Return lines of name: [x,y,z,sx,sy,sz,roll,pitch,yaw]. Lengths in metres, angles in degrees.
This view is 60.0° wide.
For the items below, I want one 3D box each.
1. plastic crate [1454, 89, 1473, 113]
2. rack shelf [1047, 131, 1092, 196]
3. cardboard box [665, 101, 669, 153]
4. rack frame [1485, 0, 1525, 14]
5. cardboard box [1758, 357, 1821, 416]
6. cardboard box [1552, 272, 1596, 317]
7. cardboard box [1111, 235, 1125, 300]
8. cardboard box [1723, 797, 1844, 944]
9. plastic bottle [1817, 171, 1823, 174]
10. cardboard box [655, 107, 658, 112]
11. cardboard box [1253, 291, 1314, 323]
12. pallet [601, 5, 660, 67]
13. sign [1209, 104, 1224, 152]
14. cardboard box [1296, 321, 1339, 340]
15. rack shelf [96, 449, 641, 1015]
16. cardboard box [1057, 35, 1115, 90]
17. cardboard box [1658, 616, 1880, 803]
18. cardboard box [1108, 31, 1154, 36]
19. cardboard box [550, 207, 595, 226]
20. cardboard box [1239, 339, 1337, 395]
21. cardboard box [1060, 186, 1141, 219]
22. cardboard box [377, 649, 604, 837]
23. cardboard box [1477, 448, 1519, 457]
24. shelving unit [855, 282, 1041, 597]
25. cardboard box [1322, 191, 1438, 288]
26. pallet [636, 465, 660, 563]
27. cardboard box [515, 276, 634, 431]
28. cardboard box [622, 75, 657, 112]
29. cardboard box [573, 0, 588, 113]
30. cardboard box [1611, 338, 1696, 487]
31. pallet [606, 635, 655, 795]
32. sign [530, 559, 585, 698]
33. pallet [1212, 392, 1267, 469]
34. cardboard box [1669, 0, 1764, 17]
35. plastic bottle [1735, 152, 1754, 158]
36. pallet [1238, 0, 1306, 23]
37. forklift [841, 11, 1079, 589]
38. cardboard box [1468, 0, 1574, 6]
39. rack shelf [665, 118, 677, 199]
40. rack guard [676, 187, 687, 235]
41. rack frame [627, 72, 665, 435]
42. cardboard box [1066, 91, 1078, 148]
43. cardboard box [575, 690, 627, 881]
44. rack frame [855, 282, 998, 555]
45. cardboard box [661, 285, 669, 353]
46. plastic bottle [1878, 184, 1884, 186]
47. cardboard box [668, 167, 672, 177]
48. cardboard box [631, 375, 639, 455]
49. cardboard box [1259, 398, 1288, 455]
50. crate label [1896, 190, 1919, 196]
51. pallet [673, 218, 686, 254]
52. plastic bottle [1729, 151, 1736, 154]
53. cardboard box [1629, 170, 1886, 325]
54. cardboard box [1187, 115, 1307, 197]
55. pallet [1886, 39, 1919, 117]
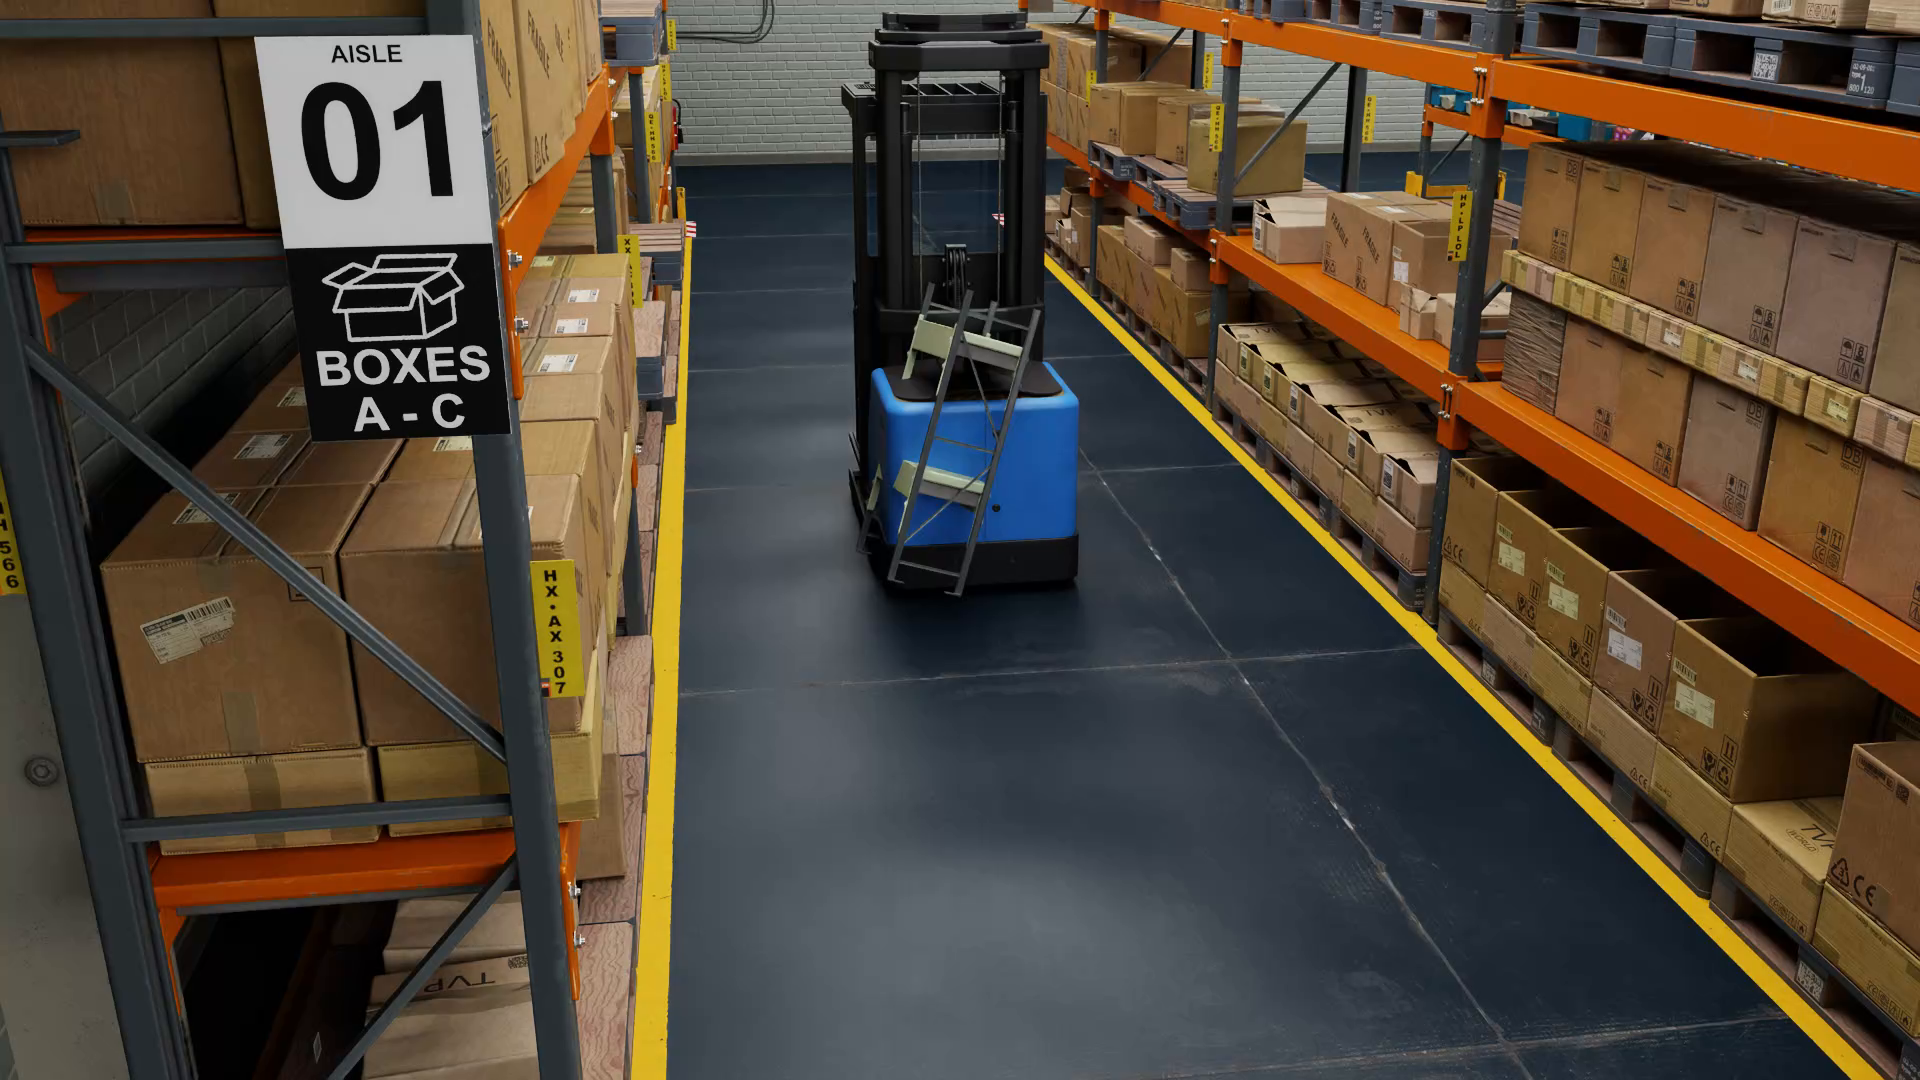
plastic crate: [5.876,-5.028,19.046,0.416,0.233,0.300,-3,21,-8]
rack shelf: [1.458,-4.131,17.517,1.077,0.370,4.000,-3,21,-8]
cardboard box: [-3.317,-4.106,15.994,0.980,0.700,0.700,-3,21,-9]
rack frame: [2.899,-3.816,7.071,1.000,3.000,0.127,-3,21,-8]
cardboard box: [3.044,-0.542,5.810,0.380,0.149,0.250,-2,21,-6]
cardboard box: [2.821,-1.077,7.243,0.380,0.149,0.250,-3,21,-9]
cardboard box: [1.662,-2.446,14.923,0.500,0.500,0.500,-3,21,-7]
cardboard box: [3.022,1.128,5.740,0.500,0.250,0.500,-3,21,-8]
plastic bottle: [7.326,-3.186,14.143,0.097,0.271,0.097,0,20,0]
cardboard box: [-2.692,-3.222,13.459,0.500,0.500,0.500,-3,21,-8]
cardboard box: [2.540,-1.597,12.650,0.500,0.500,0.500,-2,21,-5]
pallet: [-1.986,-2.291,7.543,1.213,0.211,1.003,-3,21,-8]
sign: [1.787,-2.865,11.558,0.100,0.325,0.005,-3,21,-8]
cardboard box: [2.642,-1.393,11.686,0.500,0.311,0.500,-2,21,-6]
rack shelf: [-1.714,0.275,5.720,1.077,0.370,4.000,-3,21,-8]
cardboard box: [1.268,-4.804,16.720,0.500,0.500,0.500,-3,21,-7]
cardboard box: [2.945,0.603,6.071,0.500,0.500,0.500,-3,21,-8]
cardboard box: [1.733,-5.003,17.253,0.500,0.500,0.500,-2,21,-6]
cardboard box: [-2.115,-1.379,8.349,0.700,0.500,0.500,-1,20,-2]
cardboard box: [2.191,-1.184,11.127,0.500,0.311,0.500,-3,21,-9]
cardboard box: [1.470,-3.462,17.638,0.797,0.503,0.637,-3,21,-8]
cardboard box: [-1.182,0.507,4.258,0.500,0.250,0.500,-4,21,-9]
cardboard box: [3.086,-0.332,8.847,0.500,0.311,0.500,-3,21,-8]
shelving unit: [-0.082,-0.544,8.683,0.431,1.500,0.755,13,7,-18]
cardboard box: [2.580,-1.857,10.258,0.500,0.500,0.500,-4,21,-11]
pallet: [-2.295,-0.141,9.791,1.003,0.211,1.213,-3,21,-8]
cardboard box: [-1.551,-0.724,6.482,0.500,0.500,0.500,-3,21,-8]
cardboard box: [-2.697,-3.568,13.314,0.500,0.250,0.500,-3,21,-7]
cardboard box: [-1.507,-1.688,5.489,0.500,0.500,0.500,-4,21,-10]
cardboard box: [3.120,-0.543,6.739,0.700,0.500,0.500,-3,21,-7]
pallet: [-1.871,0.783,7.319,1.003,0.211,1.213,-3,21,-8]
sign: [-0.889,0.198,3.662,0.100,0.325,0.005,-3,21,-8]
pallet: [2.403,-0.797,11.548,1.003,0.211,1.213,-3,21,-8]
cardboard box: [3.012,-2.145,5.936,0.797,0.503,0.637,-1,20,-2]
plastic bottle: [6.598,-3.187,14.033,0.144,0.351,0.185,-3,21,-8]
pallet: [2.509,-3.477,10.720,1.213,0.211,1.003,-2,21,-5]
forklift: [-0.096,-1.591,9.787,1.130,2.935,3.031,-3,21,-8]
cardboard box: [2.820,-2.751,8.121,0.500,0.250,0.500,-1,20,-2]
rack shelf: [-3.444,-3.880,16.844,1.077,0.370,4.000,-3,21,-8]
rack guard: [-3.736,-3.746,19.032,1.175,0.500,0.348,-3,21,-8]
rack frame: [-2.579,-2.139,11.156,1.000,3.000,0.127,-3,21,-8]
cardboard box: [1.344,-4.161,16.426,0.500,0.500,0.500,-2,21,-6]
cardboard box: [-1.575,0.898,5.970,0.700,0.500,0.500,-4,21,-11]
rack frame: [-0.182,-0.614,9.028,0.400,1.500,0.023,13,7,-18]
cardboard box: [-2.675,-1.894,12.971,0.750,0.750,0.750,-3,21,-8]
plastic bottle: [7.415,-2.907,13.390,0.152,0.276,0.135,-3,21,-8]
cardboard box: [-3.333,-3.966,18.093,0.380,0.149,0.250,-3,21,-8]
cardboard box: [-1.634,-0.545,7.073,0.500,0.250,0.500,-3,21,-8]
cardboard box: [2.262,-0.749,10.764,0.500,0.250,0.500,-3,21,-9]
crate label: [6.914,-2.396,12.082,0.303,0.233,0.416,-3,21,-8]
pallet: [-3.539,-3.330,18.330,1.003,0.211,1.213,-3,21,-8]
plastic bottle: [6.594,-3.212,14.195,0.061,0.283,0.133,-3,21,-8]
cardboard box: [3.115,-1.158,6.533,0.700,0.500,0.500,-3,21,-8]
cardboard box: [2.120,-2.846,12.306,0.700,0.500,0.500,-10,23,-26]
pallet: [3.399,-1.230,4.562,1.003,0.211,1.213,-3,21,-8]
